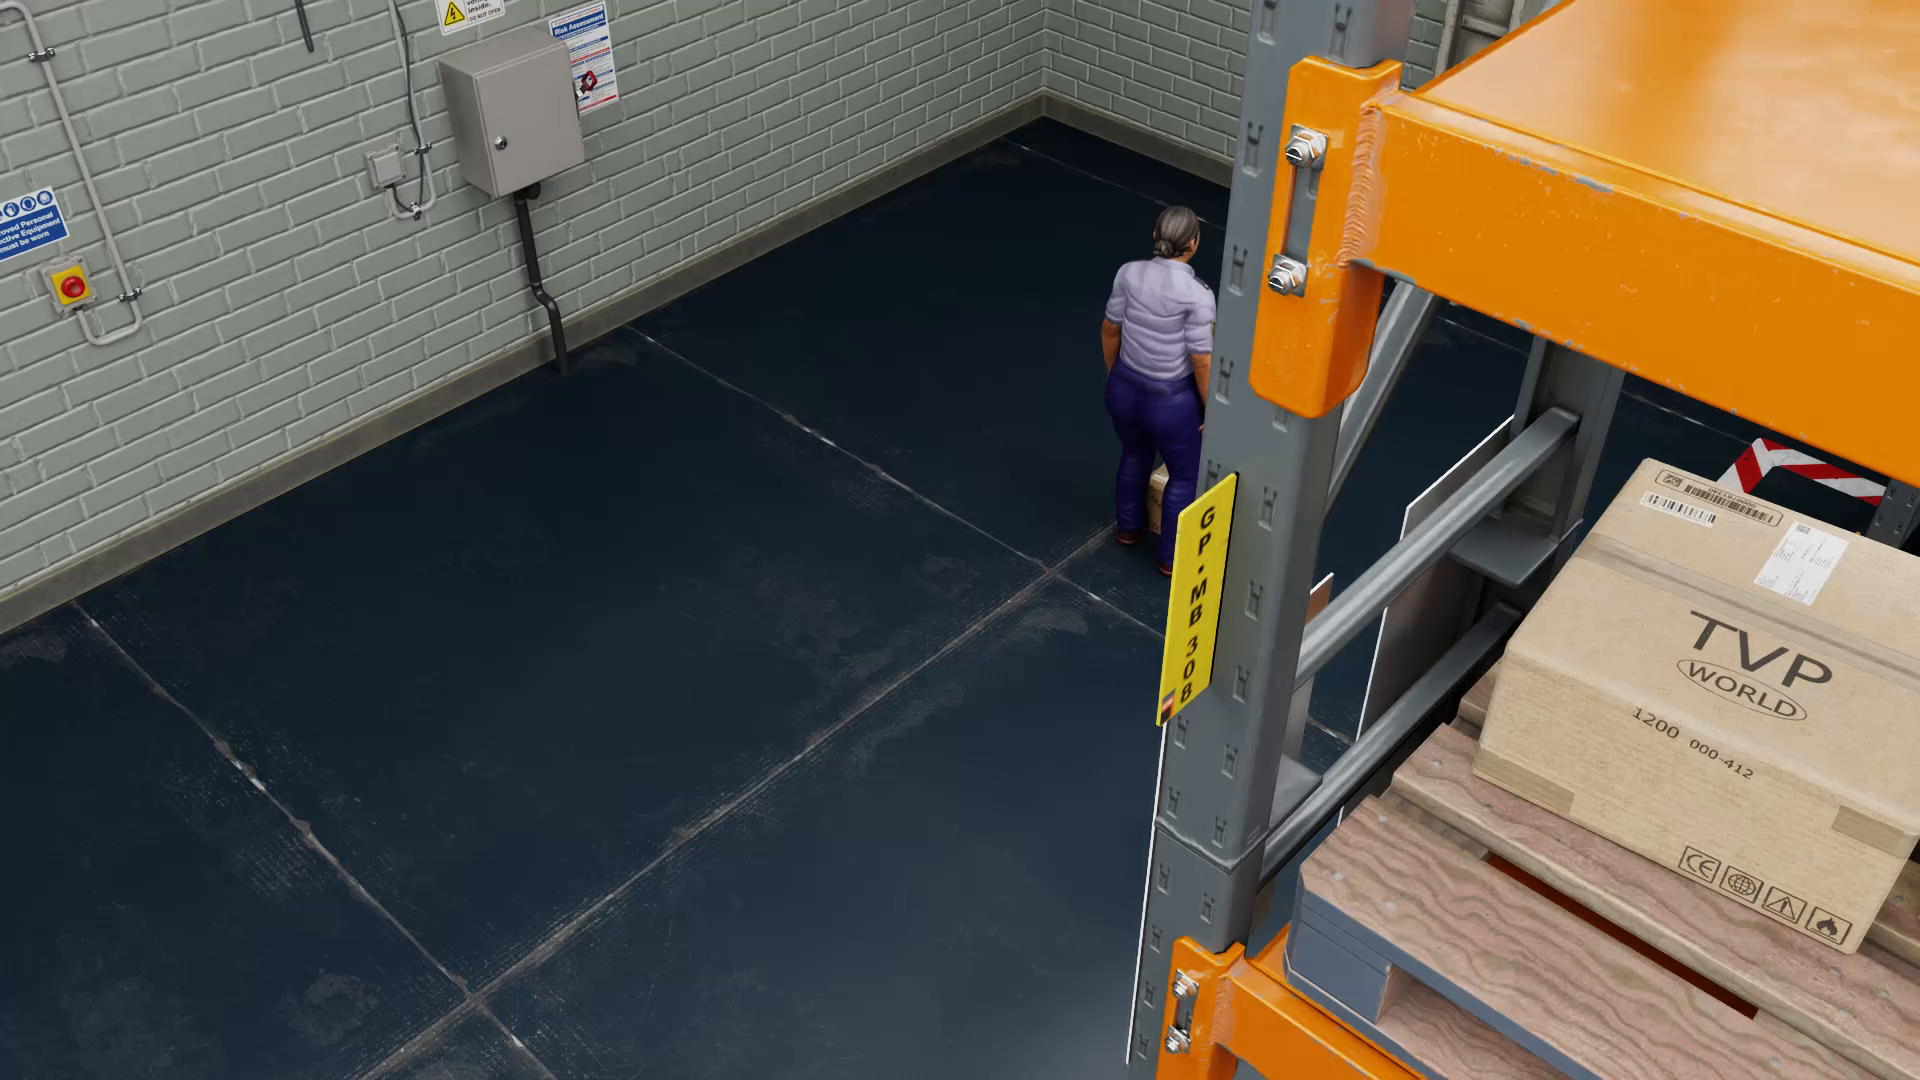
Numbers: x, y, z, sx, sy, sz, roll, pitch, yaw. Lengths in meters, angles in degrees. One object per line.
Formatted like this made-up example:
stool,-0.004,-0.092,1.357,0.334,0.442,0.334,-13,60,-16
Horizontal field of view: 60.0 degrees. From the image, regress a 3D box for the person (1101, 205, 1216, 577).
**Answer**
person,0.849,-0.614,6.903,0.564,1.652,0.422,27,47,29
